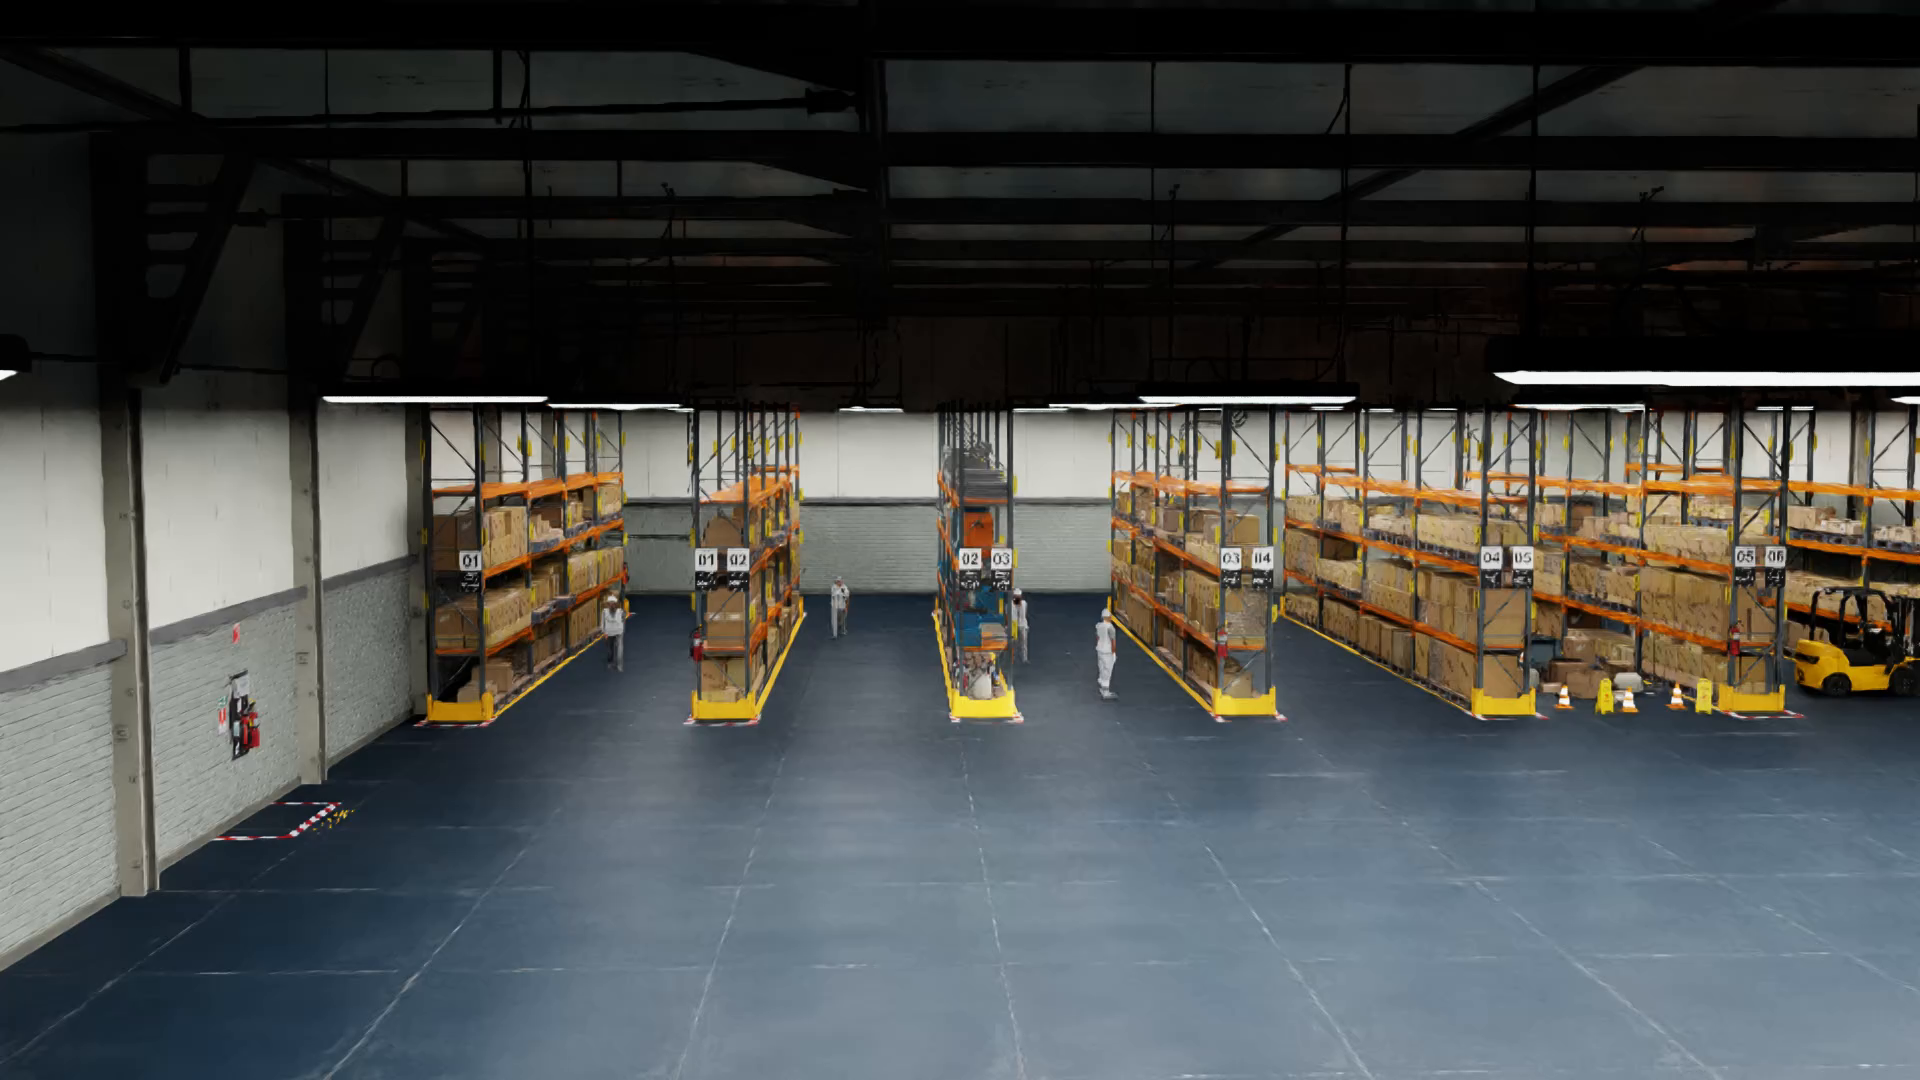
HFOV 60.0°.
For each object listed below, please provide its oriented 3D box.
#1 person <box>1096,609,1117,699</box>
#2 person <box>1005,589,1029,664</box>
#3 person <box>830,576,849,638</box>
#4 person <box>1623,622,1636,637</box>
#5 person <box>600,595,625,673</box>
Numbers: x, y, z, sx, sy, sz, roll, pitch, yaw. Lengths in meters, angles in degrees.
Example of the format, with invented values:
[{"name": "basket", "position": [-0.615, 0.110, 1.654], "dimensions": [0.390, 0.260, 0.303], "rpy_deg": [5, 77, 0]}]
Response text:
[{"name": "person", "position": [2.991, 2.272, 33.449], "dimensions": [0.451, 1.789, 0.555], "rpy_deg": [-3, 5, -30]}, {"name": "person", "position": [1.313, 1.955, 38.151], "dimensions": [0.571, 1.702, 1.114], "rpy_deg": [0, 4, -4]}, {"name": "person", "position": [-3.070, 1.693, 42.493], "dimensions": [0.481, 1.583, 1.093], "rpy_deg": [0, 4, -4]}, {"name": "person", "position": [16.544, 1.690, 41.187], "dimensions": [0.636, 1.775, 0.677], "rpy_deg": [3, 5, 30]}, {"name": "person", "position": [-7.683, 2.063, 36.813], "dimensions": [0.538, 1.715, 1.026], "rpy_deg": [-1, 4, -10]}]
